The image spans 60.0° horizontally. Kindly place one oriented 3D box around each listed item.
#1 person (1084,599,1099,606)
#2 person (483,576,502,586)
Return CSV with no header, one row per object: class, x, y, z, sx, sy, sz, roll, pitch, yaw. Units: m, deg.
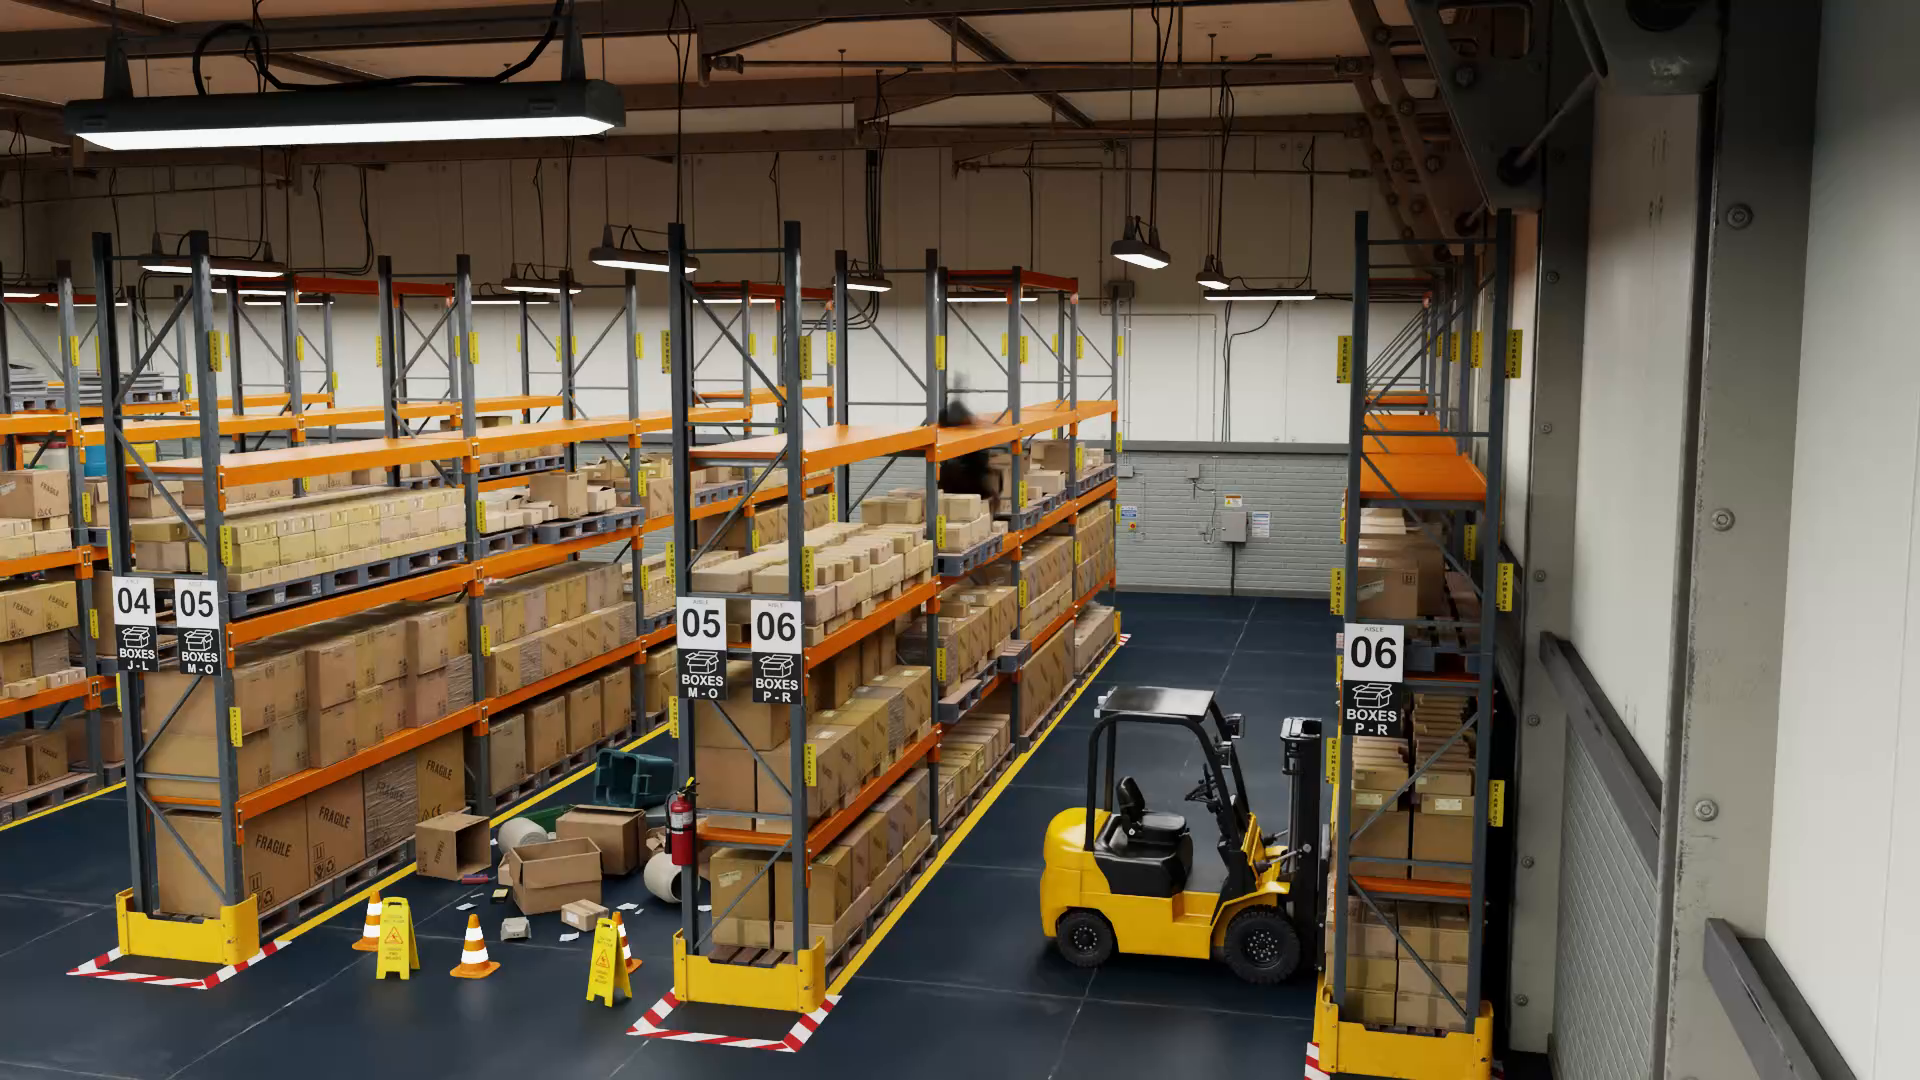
person,2.214,0.762,29.553,0.886,1.652,0.618,3,7,21
person,-7.137,1.207,25.010,0.648,1.809,0.920,1,7,10
